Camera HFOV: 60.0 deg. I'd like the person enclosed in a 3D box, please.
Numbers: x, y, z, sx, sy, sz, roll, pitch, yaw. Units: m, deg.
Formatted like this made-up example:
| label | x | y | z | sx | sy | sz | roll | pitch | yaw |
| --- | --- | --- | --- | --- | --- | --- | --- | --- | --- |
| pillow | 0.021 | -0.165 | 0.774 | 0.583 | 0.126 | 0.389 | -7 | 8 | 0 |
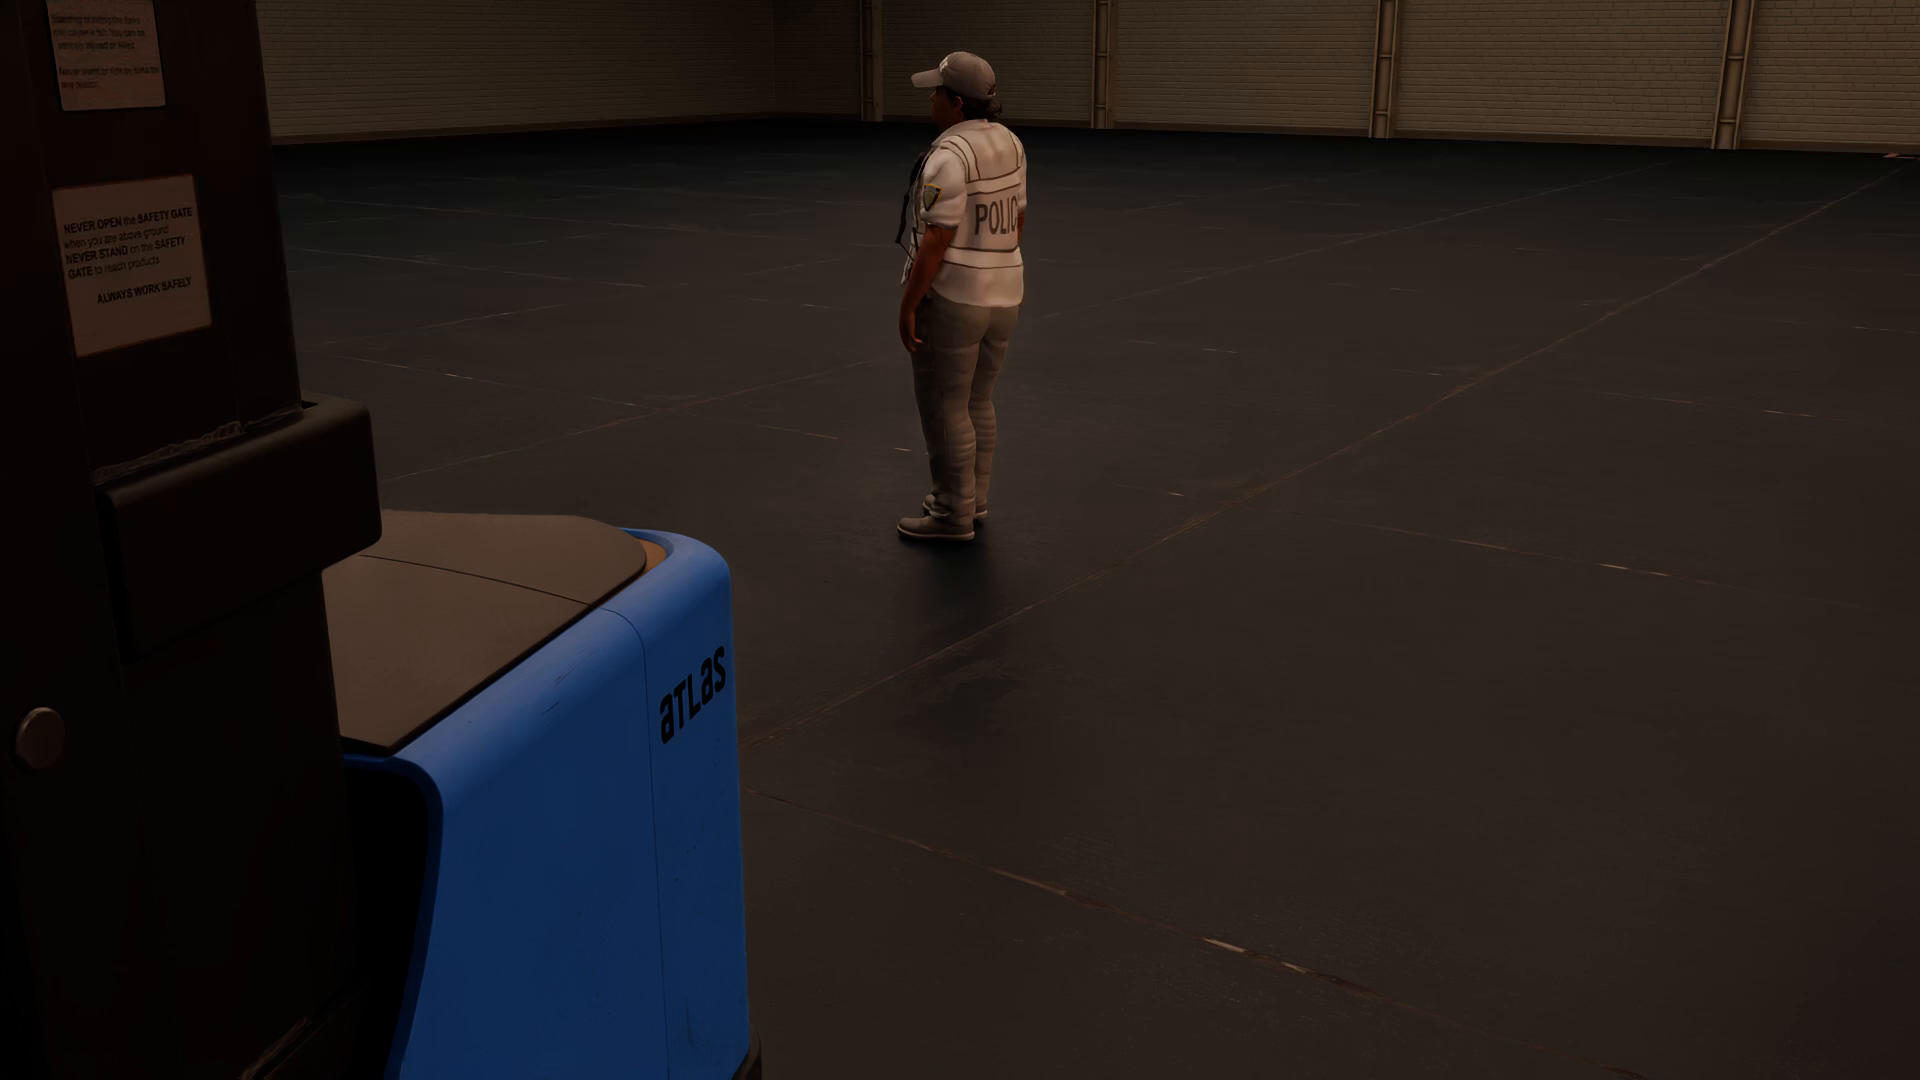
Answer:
| label | x | y | z | sx | sy | sz | roll | pitch | yaw |
| --- | --- | --- | --- | --- | --- | --- | --- | --- | --- |
| person | -0.050 | -0.820 | 5.768 | 0.529 | 1.660 | 0.598 | 11 | 20 | 33 |
